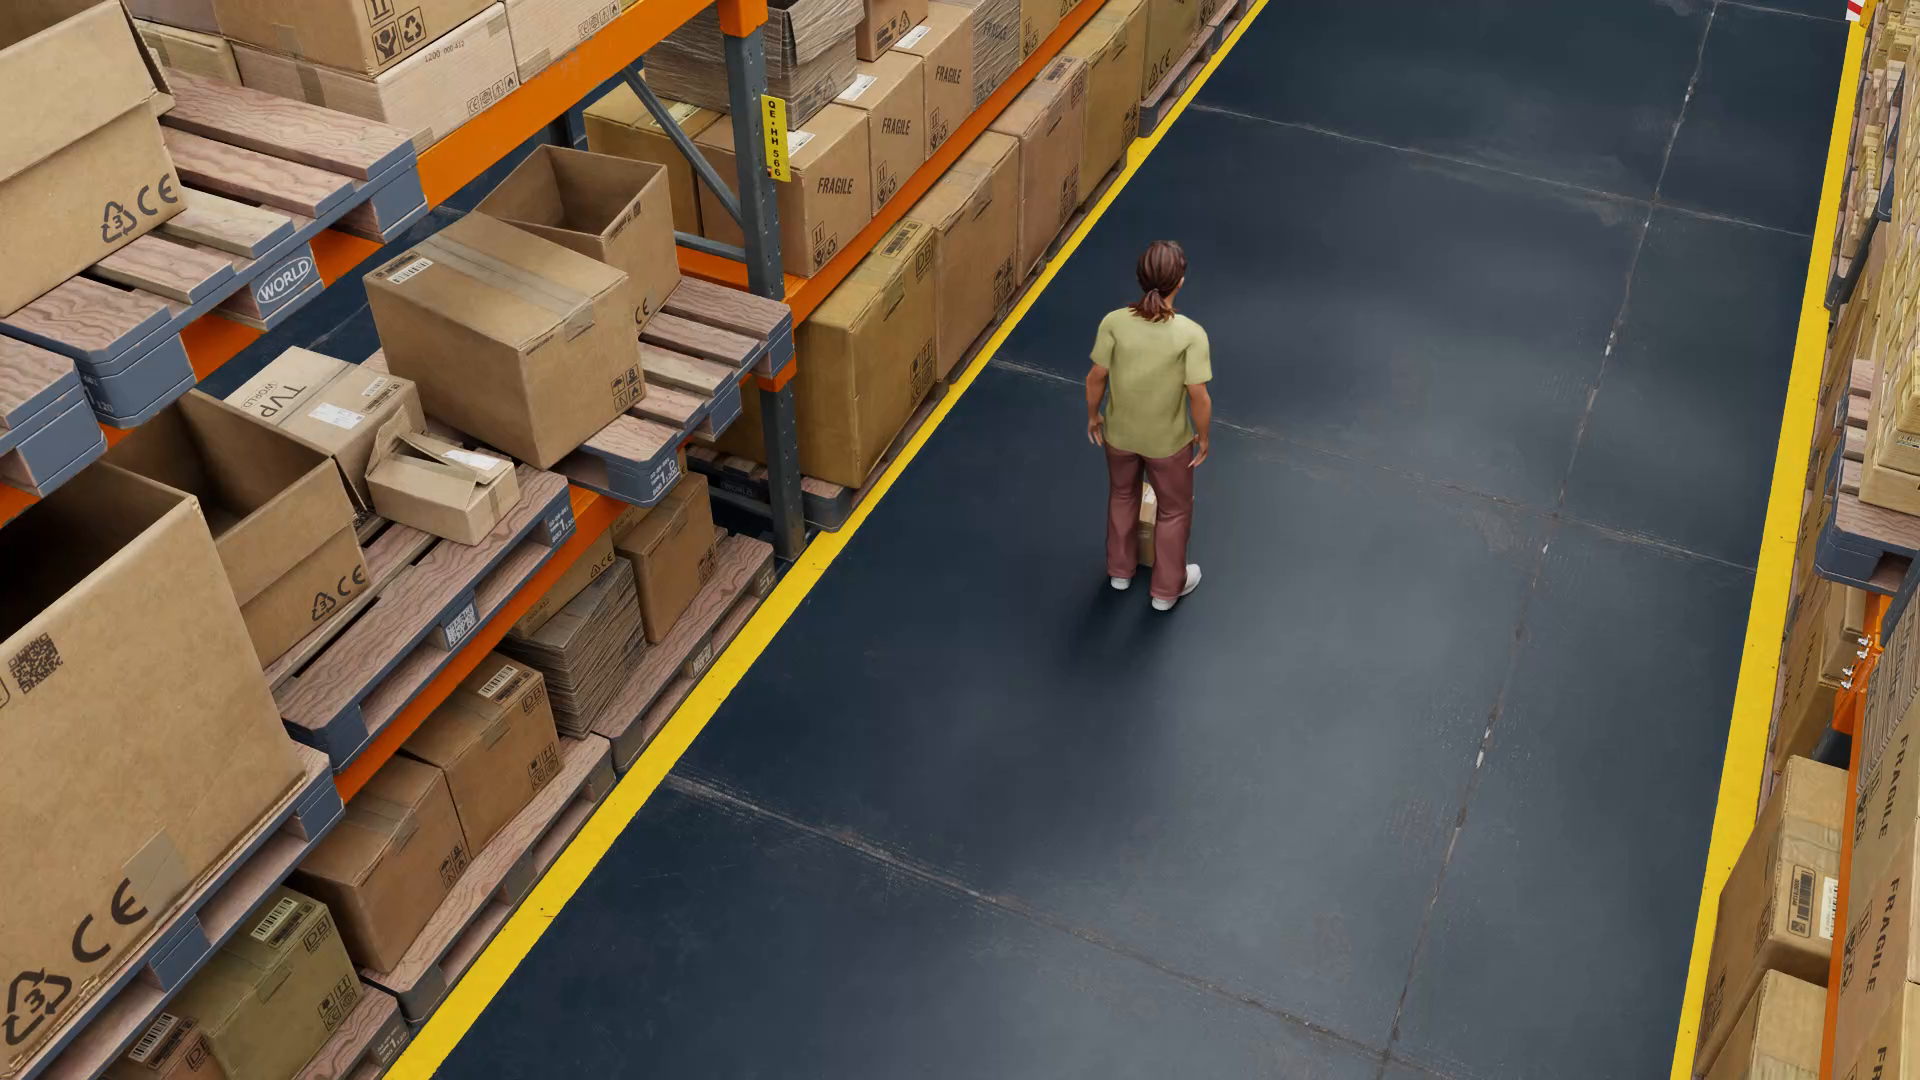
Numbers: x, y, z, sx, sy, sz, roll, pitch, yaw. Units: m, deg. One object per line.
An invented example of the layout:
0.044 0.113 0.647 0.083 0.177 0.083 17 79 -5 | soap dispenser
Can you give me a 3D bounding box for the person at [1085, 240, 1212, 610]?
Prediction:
0.767 -0.448 6.657 0.519 1.671 0.417 15 44 16 | person
